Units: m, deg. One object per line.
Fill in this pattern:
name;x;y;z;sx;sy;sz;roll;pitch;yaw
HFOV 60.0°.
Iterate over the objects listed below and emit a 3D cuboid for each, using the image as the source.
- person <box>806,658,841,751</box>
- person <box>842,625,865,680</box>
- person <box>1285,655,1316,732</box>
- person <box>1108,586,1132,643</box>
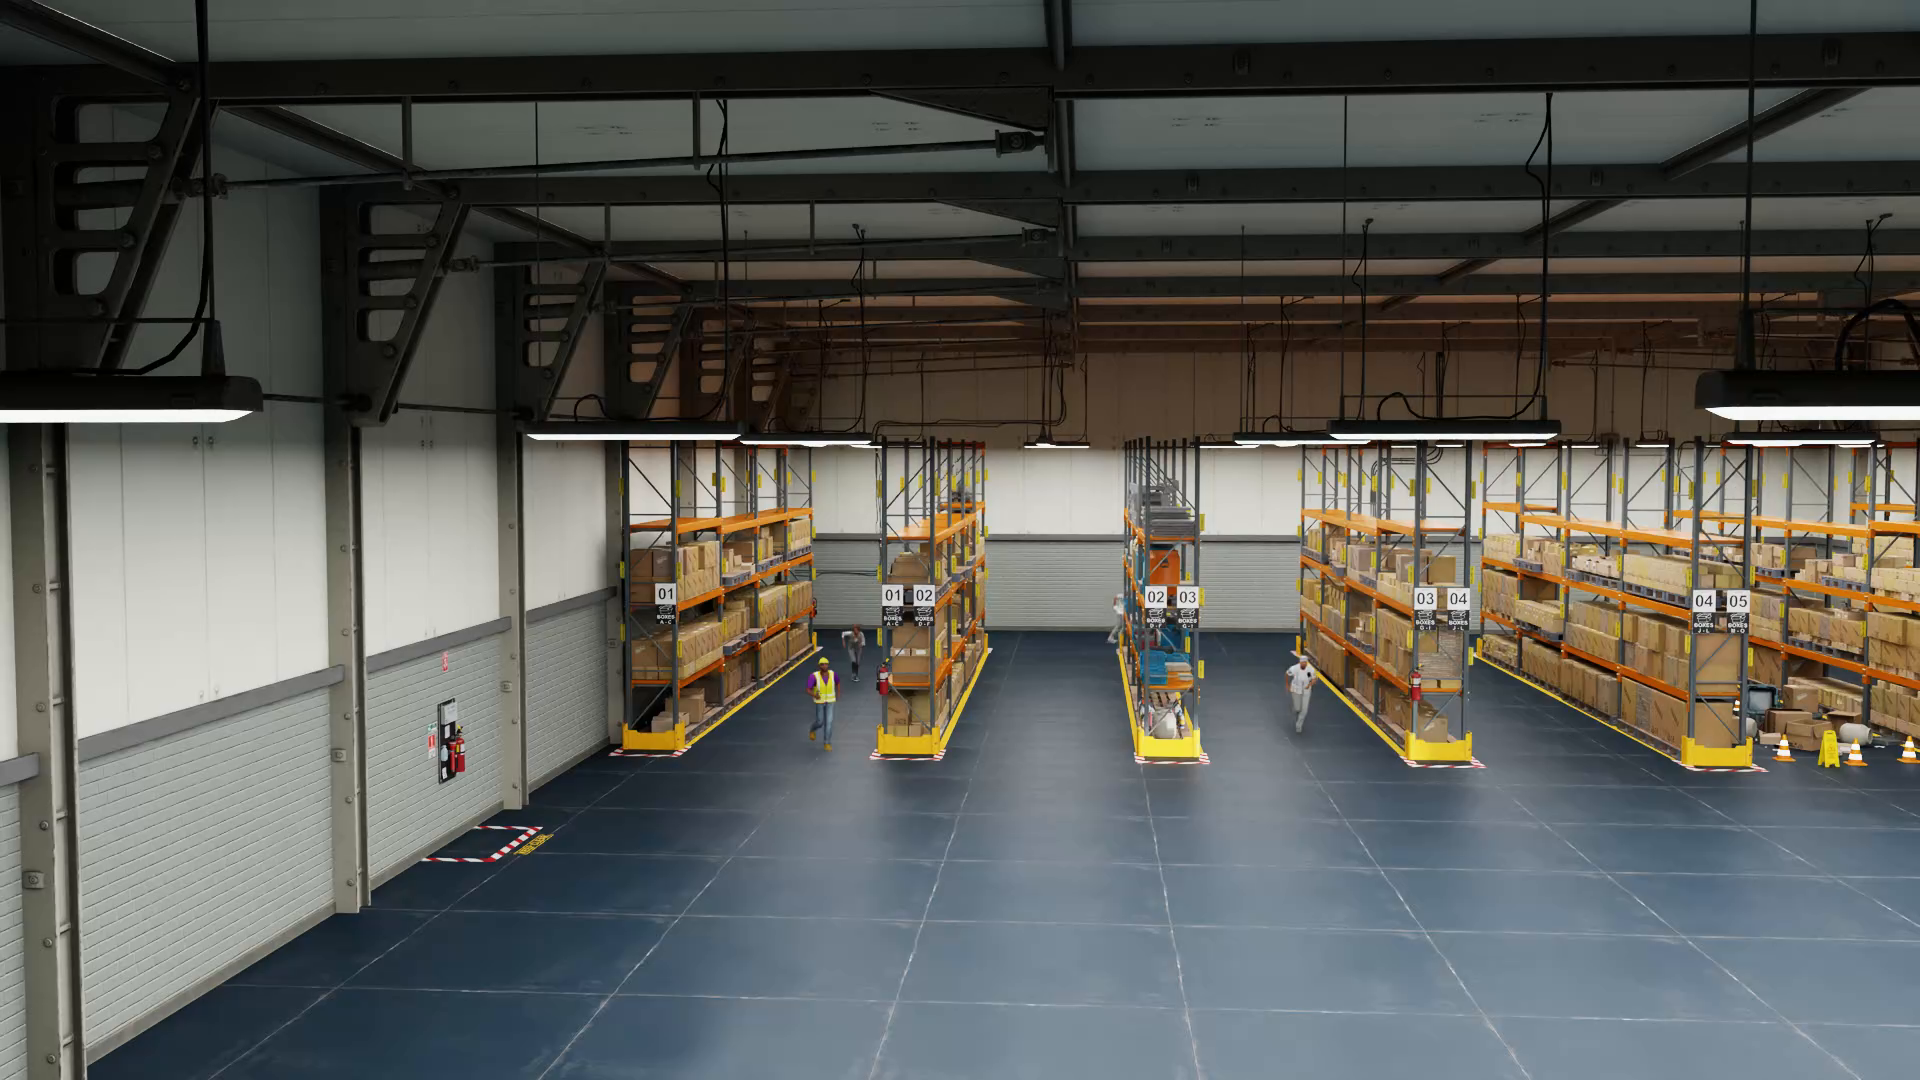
person;-2.626;3.138;32.090;0.709;1.763;0.887;-1;3;-18
person;-2.636;2.788;41.198;0.568;1.434;0.867;-1;3;-9
person;6.959;3.132;33.937;0.596;1.598;0.700;0;3;-2
person;4.839;2.211;49.292;0.925;1.722;0.666;1;3;17
